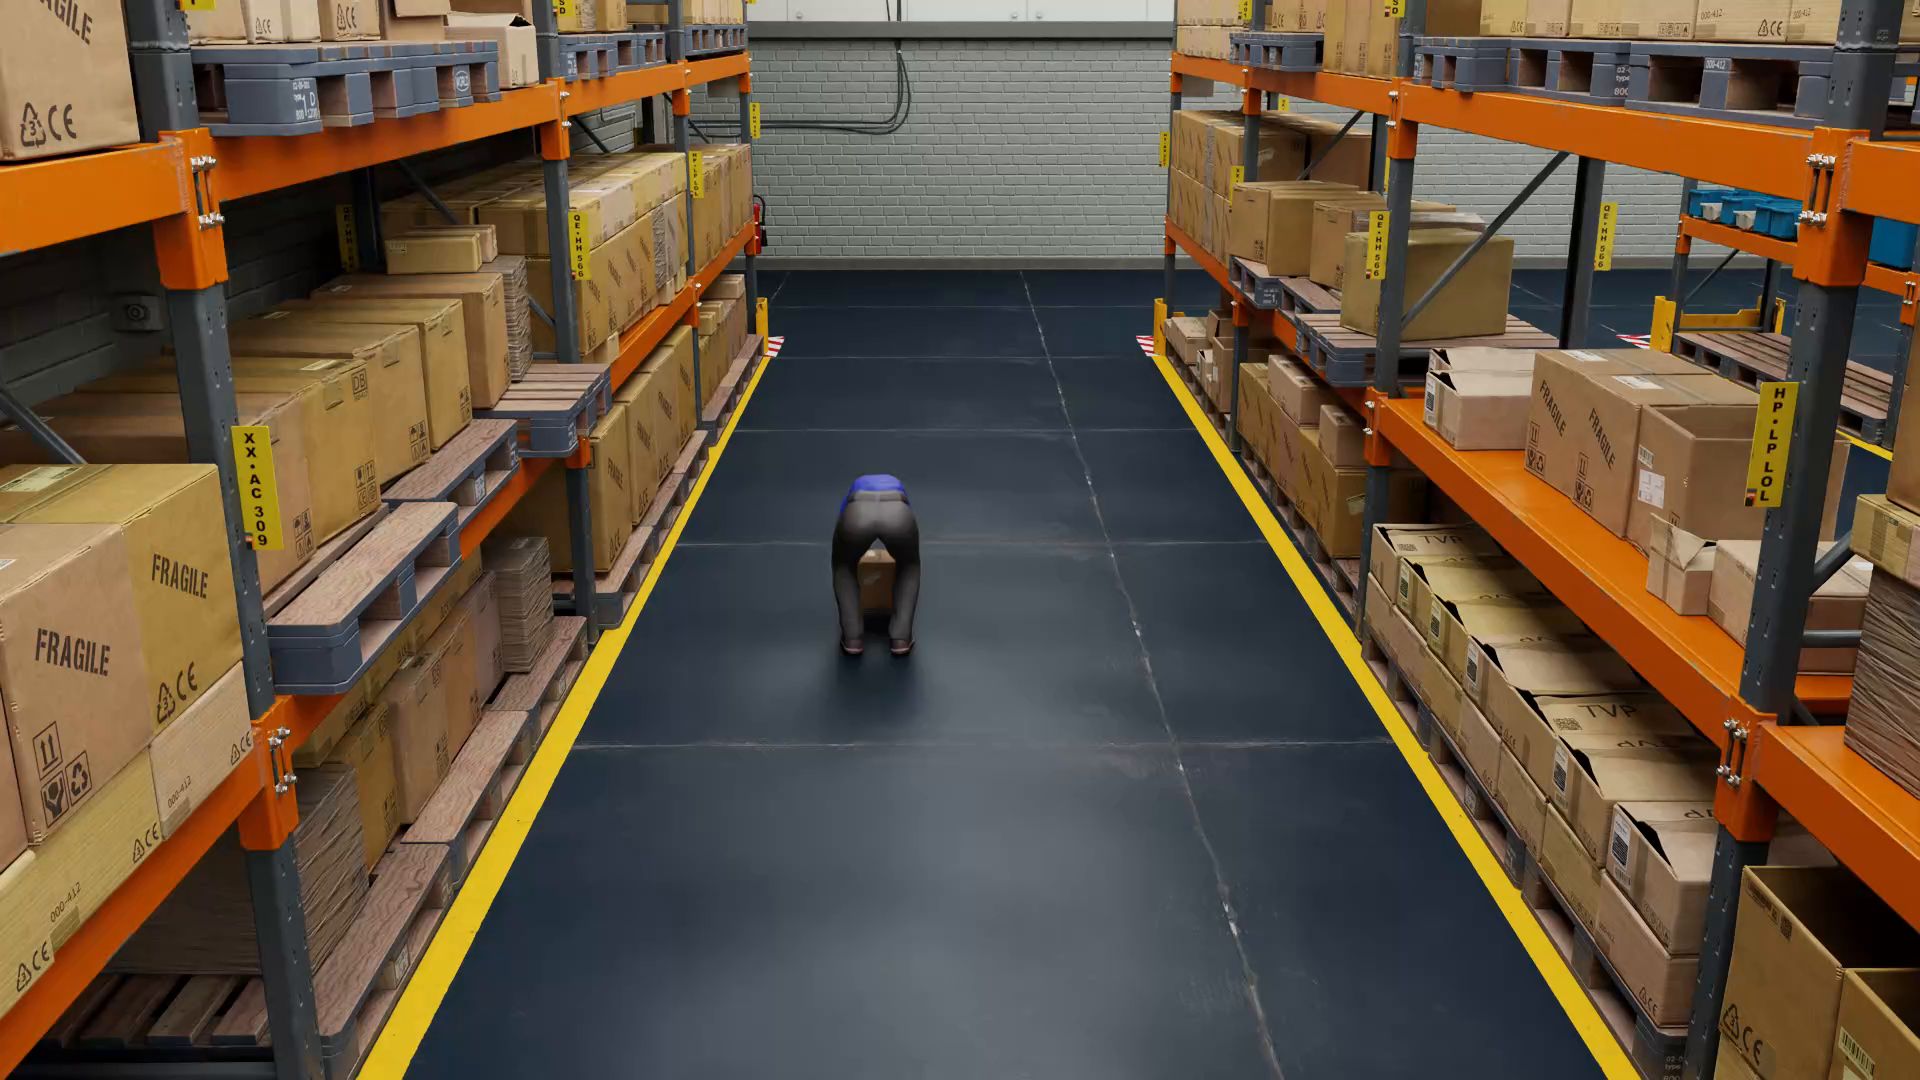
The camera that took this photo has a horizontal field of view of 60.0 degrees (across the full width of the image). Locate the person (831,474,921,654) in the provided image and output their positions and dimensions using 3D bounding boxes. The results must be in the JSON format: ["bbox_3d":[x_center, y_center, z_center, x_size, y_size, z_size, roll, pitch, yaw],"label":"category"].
[{"bbox_3d":[-0.435,0.079,8.598,0.461,0.891,0.868,-1,17,-3],"label":"person"}]
